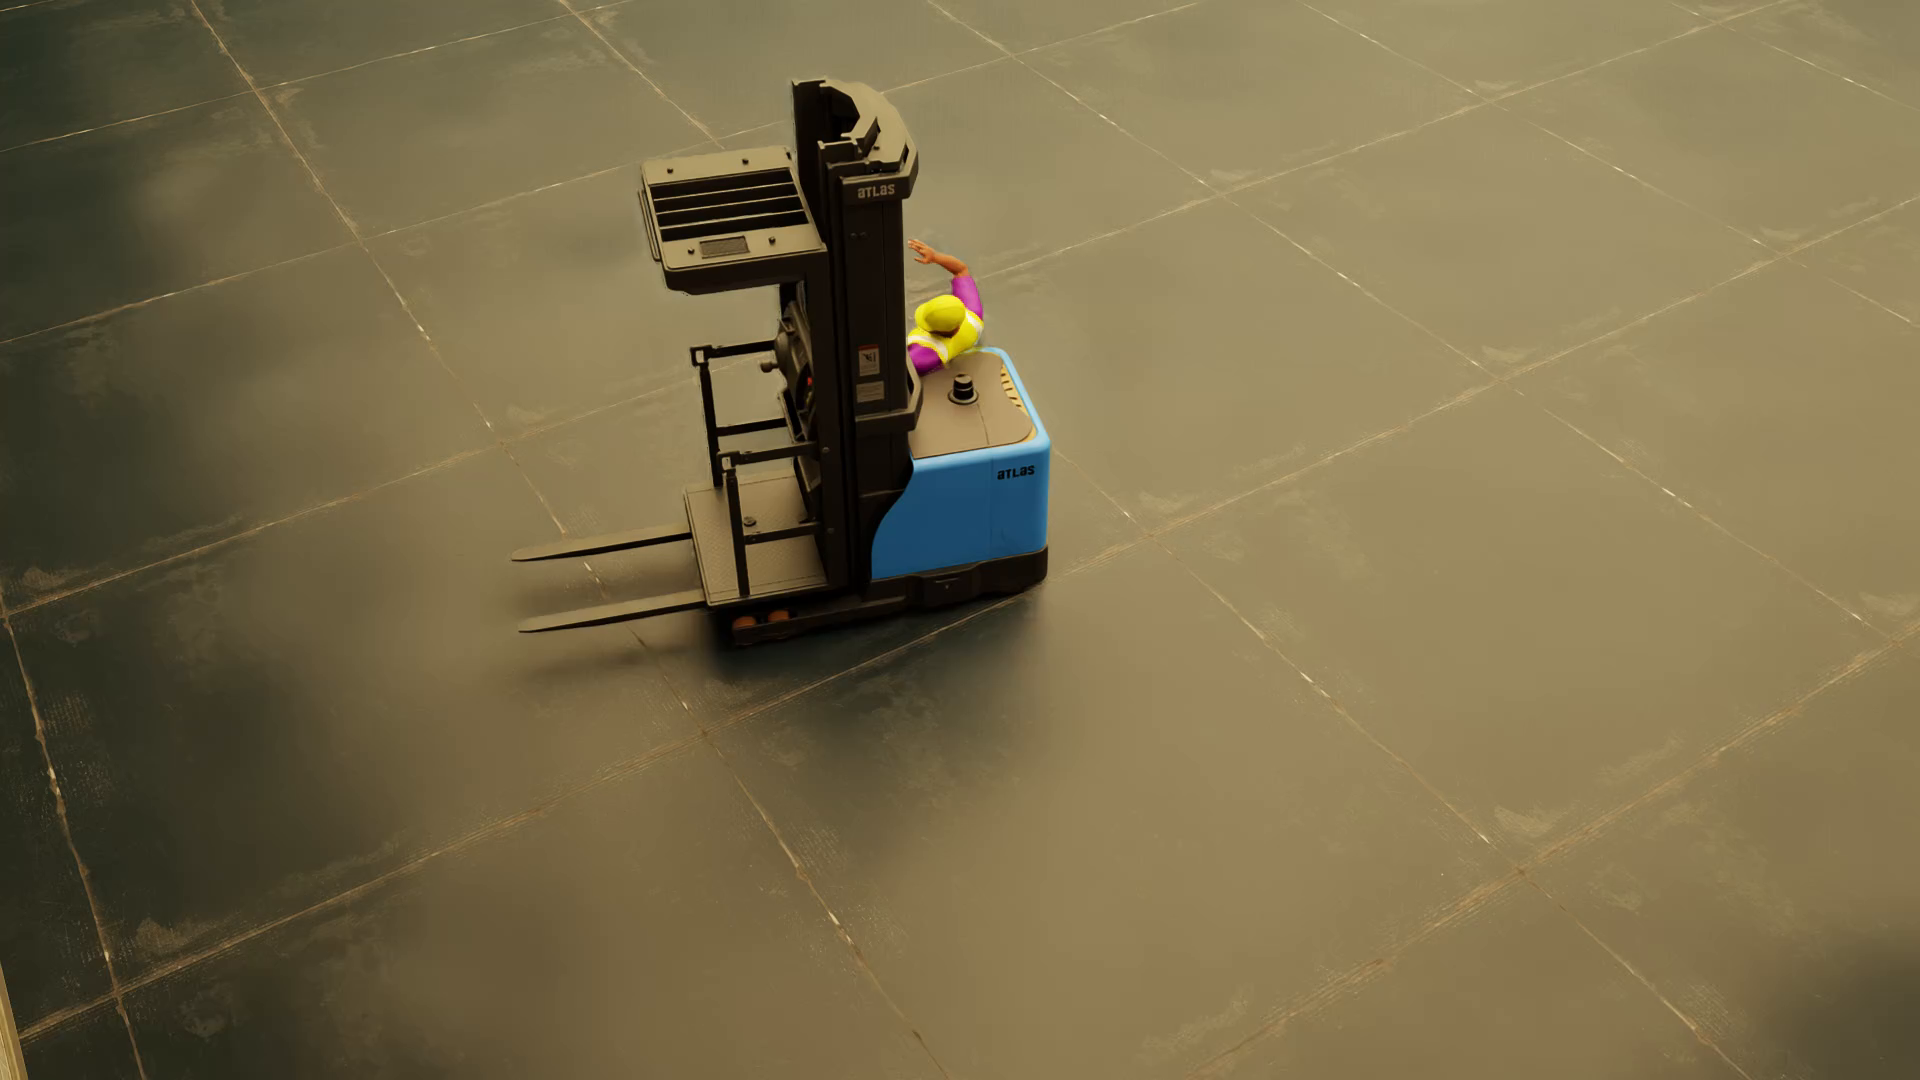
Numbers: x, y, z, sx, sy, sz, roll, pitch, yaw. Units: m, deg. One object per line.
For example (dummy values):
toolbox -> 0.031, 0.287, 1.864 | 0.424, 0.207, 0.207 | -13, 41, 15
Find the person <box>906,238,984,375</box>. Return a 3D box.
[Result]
person -> -0.435, -0.977, 9.948 | 1.156, 1.636, 0.854 | -26, 48, -27

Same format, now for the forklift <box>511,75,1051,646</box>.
forklift -> -1.062, -0.894, 8.894 | 3.031, 2.935, 1.130 | -10, 42, -11
